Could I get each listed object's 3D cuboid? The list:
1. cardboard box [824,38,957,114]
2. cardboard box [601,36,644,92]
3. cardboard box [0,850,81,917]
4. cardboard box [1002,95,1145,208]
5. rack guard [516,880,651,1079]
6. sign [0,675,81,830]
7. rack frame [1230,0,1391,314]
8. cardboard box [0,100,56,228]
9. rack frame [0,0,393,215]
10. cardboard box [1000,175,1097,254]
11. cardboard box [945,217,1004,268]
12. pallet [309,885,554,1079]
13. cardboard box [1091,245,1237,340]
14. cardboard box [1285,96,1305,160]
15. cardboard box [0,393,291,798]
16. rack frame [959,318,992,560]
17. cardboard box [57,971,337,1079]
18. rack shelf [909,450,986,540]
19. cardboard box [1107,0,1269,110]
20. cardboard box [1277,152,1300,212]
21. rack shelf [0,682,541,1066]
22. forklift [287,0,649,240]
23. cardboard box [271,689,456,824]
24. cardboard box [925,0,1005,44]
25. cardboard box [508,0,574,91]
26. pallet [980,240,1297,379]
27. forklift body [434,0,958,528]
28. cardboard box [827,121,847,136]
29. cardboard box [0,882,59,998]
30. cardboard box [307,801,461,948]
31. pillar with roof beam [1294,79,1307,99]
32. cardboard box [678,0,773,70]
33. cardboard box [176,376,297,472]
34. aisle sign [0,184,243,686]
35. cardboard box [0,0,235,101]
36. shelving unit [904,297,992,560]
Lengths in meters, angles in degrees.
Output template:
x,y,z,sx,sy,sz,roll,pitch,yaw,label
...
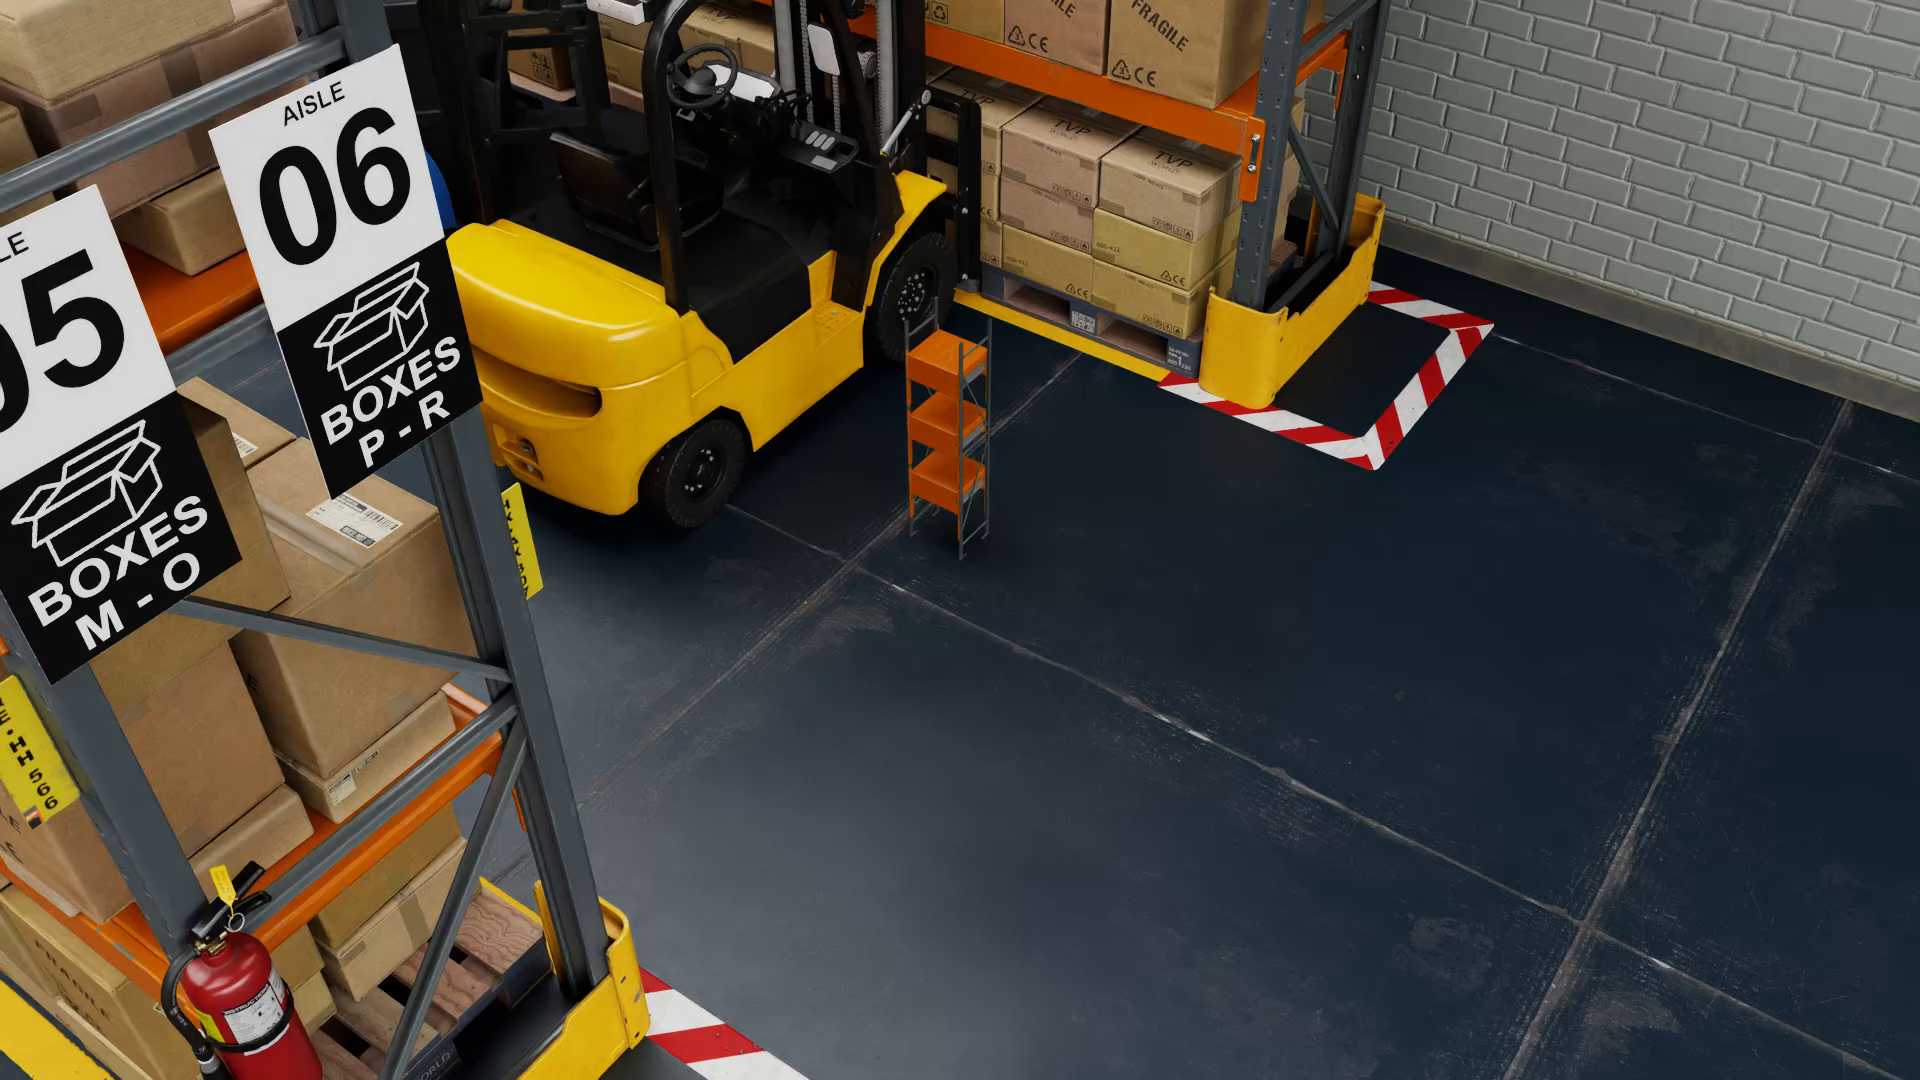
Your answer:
x,y,z,sx,sy,sz,roll,pitch,yaw,label
-0.296,-2.163,7.915,0.500,0.250,0.500,24,47,25,cardboard box
-1.545,-2.570,8.745,0.500,0.250,0.500,25,47,25,cardboard box
-2.037,0.668,3.943,0.250,0.149,0.380,25,47,25,cardboard box
0.533,-1.777,7.484,0.500,0.250,0.500,26,48,26,cardboard box
-1.399,1.539,4.655,0.348,0.500,1.175,25,48,25,rack guard
-1.672,0.383,2.967,0.005,0.325,0.100,25,48,25,sign
1.511,-2.075,6.819,0.127,3.000,1.000,25,48,25,rack frame
-1.910,-0.585,2.794,0.500,0.250,0.500,24,47,25,cardboard box
-1.336,-1.599,1.788,0.127,3.000,1.000,25,48,25,rack frame
0.528,-1.606,7.668,0.500,0.250,0.500,25,47,25,cardboard box
0.138,-1.606,8.042,0.500,0.250,0.500,26,48,26,cardboard box
-2.043,1.316,5.120,1.213,0.211,1.003,25,48,25,pallet
0.945,-1.214,7.604,0.500,0.250,0.500,25,48,26,cardboard box
1.226,-1.866,7.584,0.500,0.250,0.500,24,47,25,cardboard box
-1.880,0.040,3.408,0.500,0.500,0.700,24,47,24,cardboard box
0.056,-0.365,6.371,0.008,1.050,0.200,25,48,25,rack frame
-2.172,1.333,4.758,0.500,0.250,0.500,25,47,25,cardboard box
-0.044,-0.197,6.615,0.240,0.259,0.215,25,48,25,rack shelf
0.957,-2.157,6.836,0.500,0.500,0.500,24,47,24,cardboard box
1.245,-1.686,7.757,0.500,0.250,0.500,26,48,26,cardboard box
-2.974,0.139,4.885,4.000,0.370,1.077,25,48,25,rack shelf
-2.043,-2.744,7.619,3.031,2.935,1.130,-6,42,-7,forklift
-1.496,0.487,4.144,0.250,0.149,0.380,25,48,25,cardboard box
0.118,-2.557,7.283,0.500,0.500,0.500,24,47,25,cardboard box
-2.198,-3.071,9.399,0.625,0.625,0.875,27,48,27,cardboard box
0.860,-1.305,8.050,1.213,0.211,1.003,25,48,25,pallet
-1.089,-1.488,6.800,1.214,2.155,2.313,25,48,25,forklift body
-0.314,-1.986,8.092,0.500,0.250,0.500,25,47,25,cardboard box
-2.571,0.863,4.721,0.500,0.500,0.500,27,48,27,cardboard box
-1.858,0.757,4.839,0.500,0.500,0.500,24,47,24,cardboard box
-1.014,-2.719,3.040,0.400,9.000,9.100,25,48,25,pillar with roof beam
-1.136,-2.553,8.351,0.500,0.250,0.500,25,48,25,cardboard box
-1.991,-0.041,4.248,0.500,0.500,0.500,27,48,27,cardboard box
-1.452,-0.150,2.719,0.004,0.787,0.394,25,48,25,aisle sign
-1.510,-0.932,2.883,0.250,0.149,0.380,25,47,25,cardboard box
-0.044,-0.412,6.423,0.252,1.050,0.215,25,48,25,shelving unit
